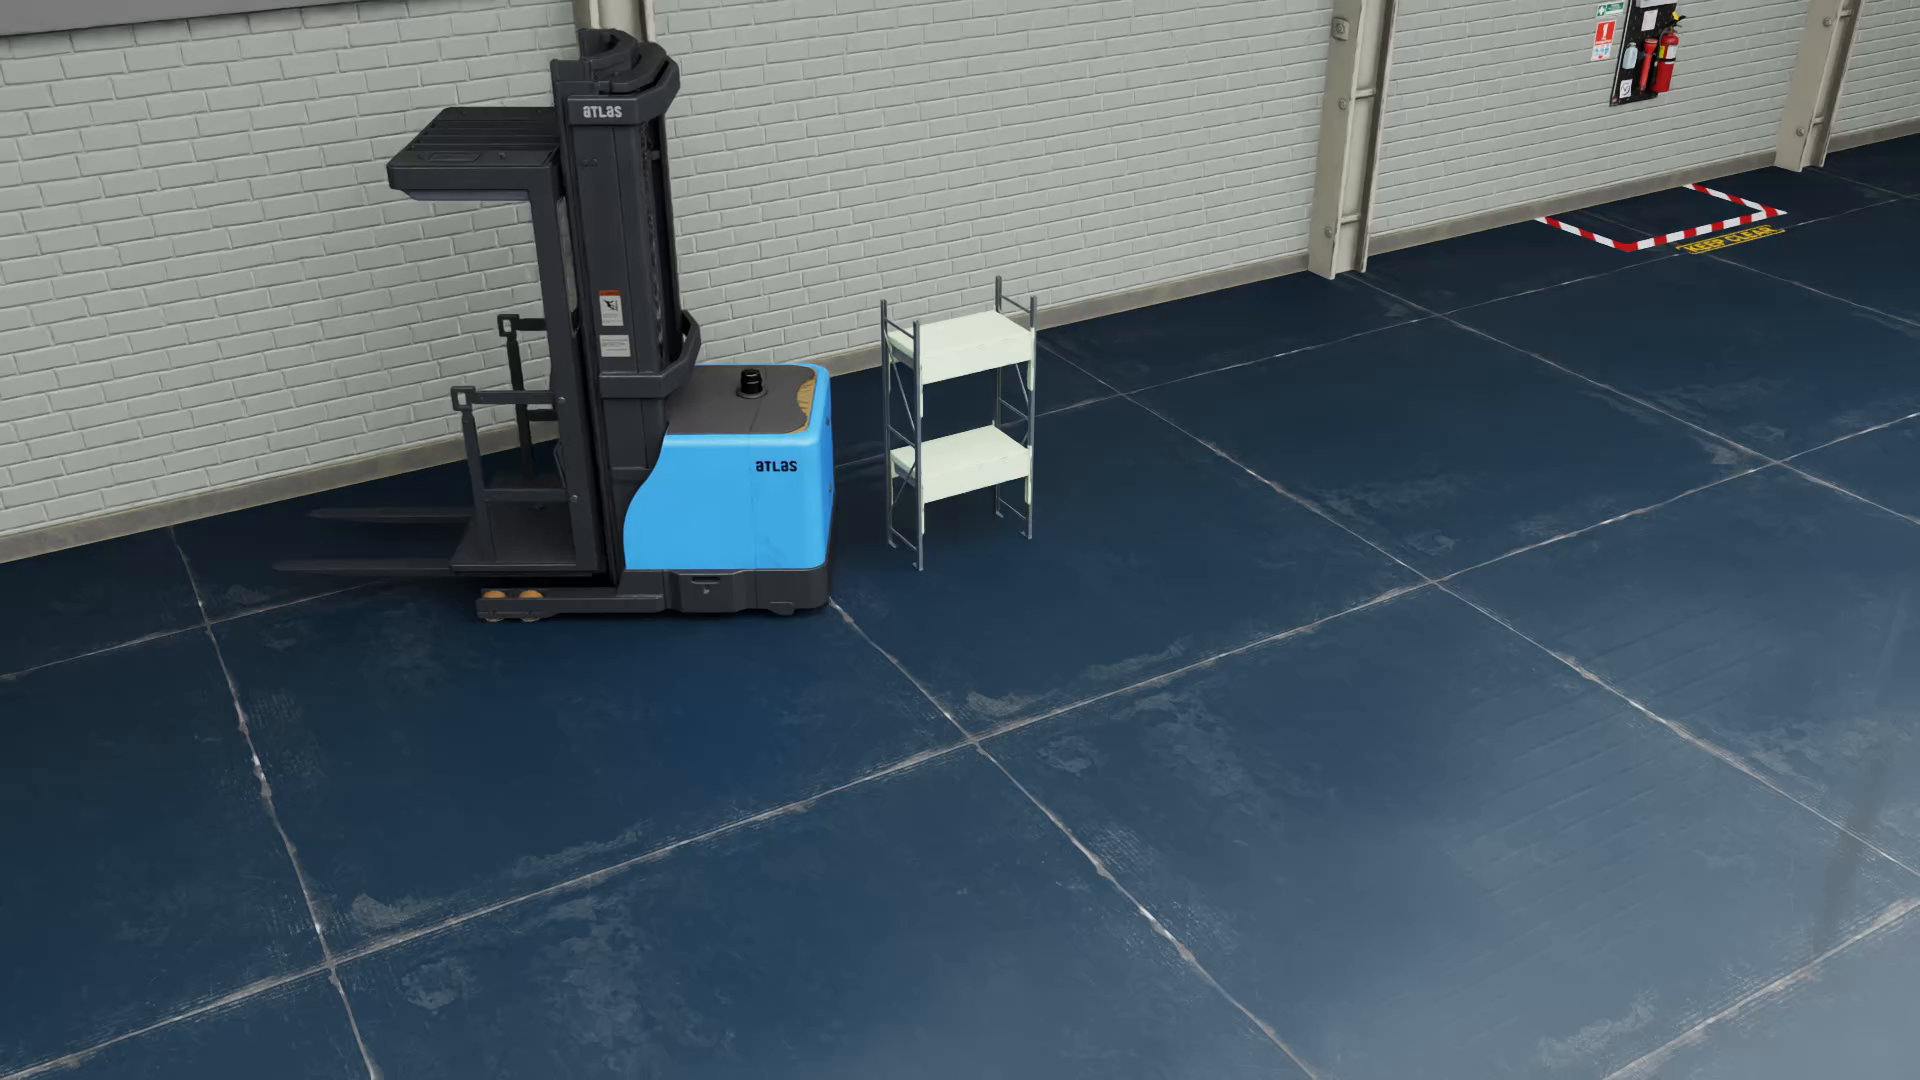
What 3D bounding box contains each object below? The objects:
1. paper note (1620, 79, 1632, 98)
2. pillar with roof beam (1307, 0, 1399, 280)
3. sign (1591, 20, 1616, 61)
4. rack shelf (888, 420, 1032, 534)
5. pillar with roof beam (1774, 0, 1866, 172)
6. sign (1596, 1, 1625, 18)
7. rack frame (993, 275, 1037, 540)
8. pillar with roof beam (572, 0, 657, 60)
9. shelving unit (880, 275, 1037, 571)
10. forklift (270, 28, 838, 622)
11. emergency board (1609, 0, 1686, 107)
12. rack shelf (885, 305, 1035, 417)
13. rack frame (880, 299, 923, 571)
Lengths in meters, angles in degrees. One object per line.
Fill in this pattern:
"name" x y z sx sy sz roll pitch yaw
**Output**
"paper note" 5.956 -4.035 14.869 0.142 0.148 0.016 -16 33 -26
"pillar with roof beam" 5.301 -4.389 8.390 0.400 9.000 9.100 -16 33 -26
"sign" 5.614 -4.359 14.507 0.234 0.329 0.001 -16 33 -26
"rack shelf" -0.006 -0.370 9.542 0.720 0.370 0.431 -16 33 -26
"pillar with roof beam" 10.474 -5.858 11.051 0.400 9.000 9.100 -16 33 -26
"sign" 5.623 -4.588 14.374 0.331 0.109 0.001 -16 33 -26
"rack frame" 0.310 -0.745 9.547 0.023 1.500 0.400 -16 33 -26
"pillar with roof beam" 0.128 -2.920 5.728 0.400 9.000 9.100 -16 33 -26
"shelving unit" -0.006 -0.655 9.385 0.755 1.500 0.431 -16 33 -26
"forklift" -2.228 -1.100 8.709 3.031 2.935 1.130 0 29 0
"emergency board" 6.143 -4.436 14.683 0.643 1.169 0.194 -16 33 -26
"rack shelf" -0.006 -0.997 9.196 0.720 0.370 0.431 -16 33 -26
"rack frame" -0.321 -0.565 9.222 0.023 1.500 0.400 -16 33 -26
